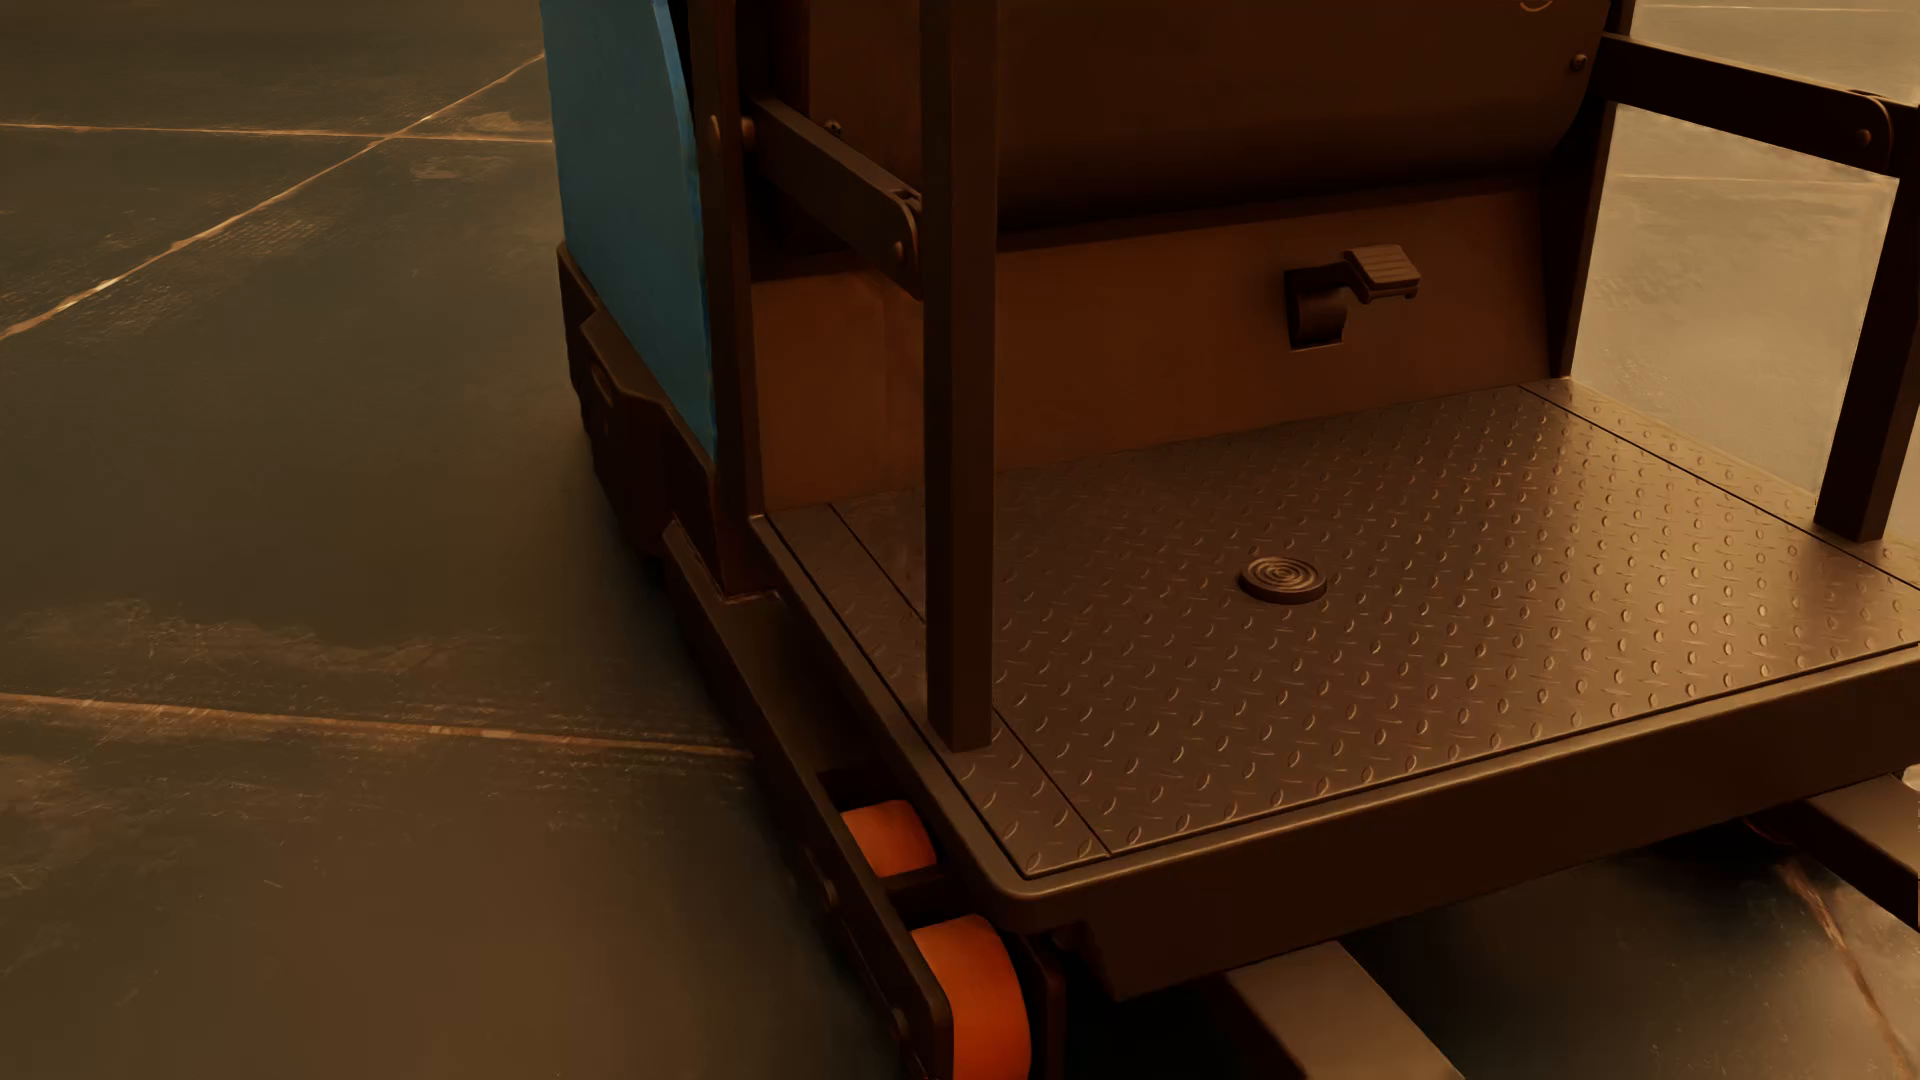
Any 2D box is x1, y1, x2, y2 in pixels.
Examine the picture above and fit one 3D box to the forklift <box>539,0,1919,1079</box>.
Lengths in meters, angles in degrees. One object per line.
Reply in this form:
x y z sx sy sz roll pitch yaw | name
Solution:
0.353 -1.023 1.267 1.130 2.935 3.031 -10 28 -20 | forklift
